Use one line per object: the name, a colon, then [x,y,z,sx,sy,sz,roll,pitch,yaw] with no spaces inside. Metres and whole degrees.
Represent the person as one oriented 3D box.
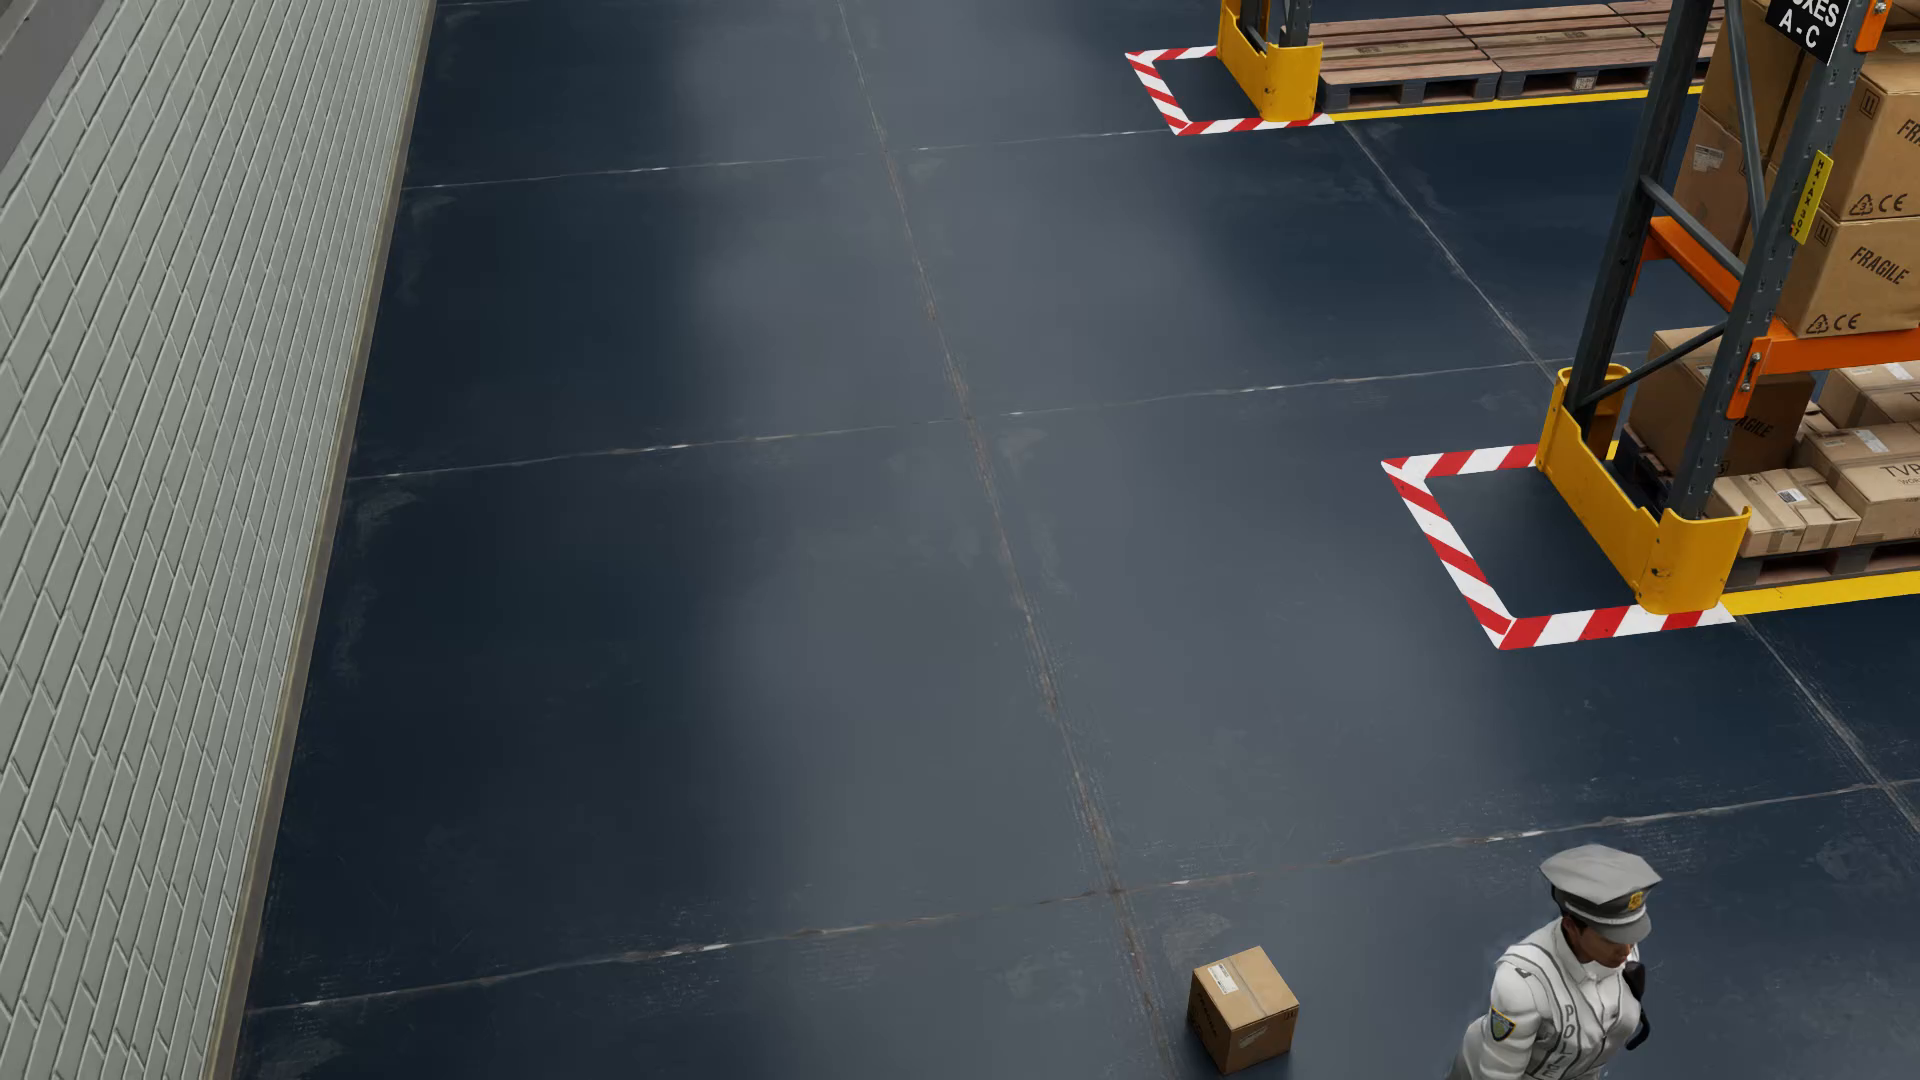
person: [1.545,1.434,4.349,0.544,1.663,0.901,-17,42,-20]
